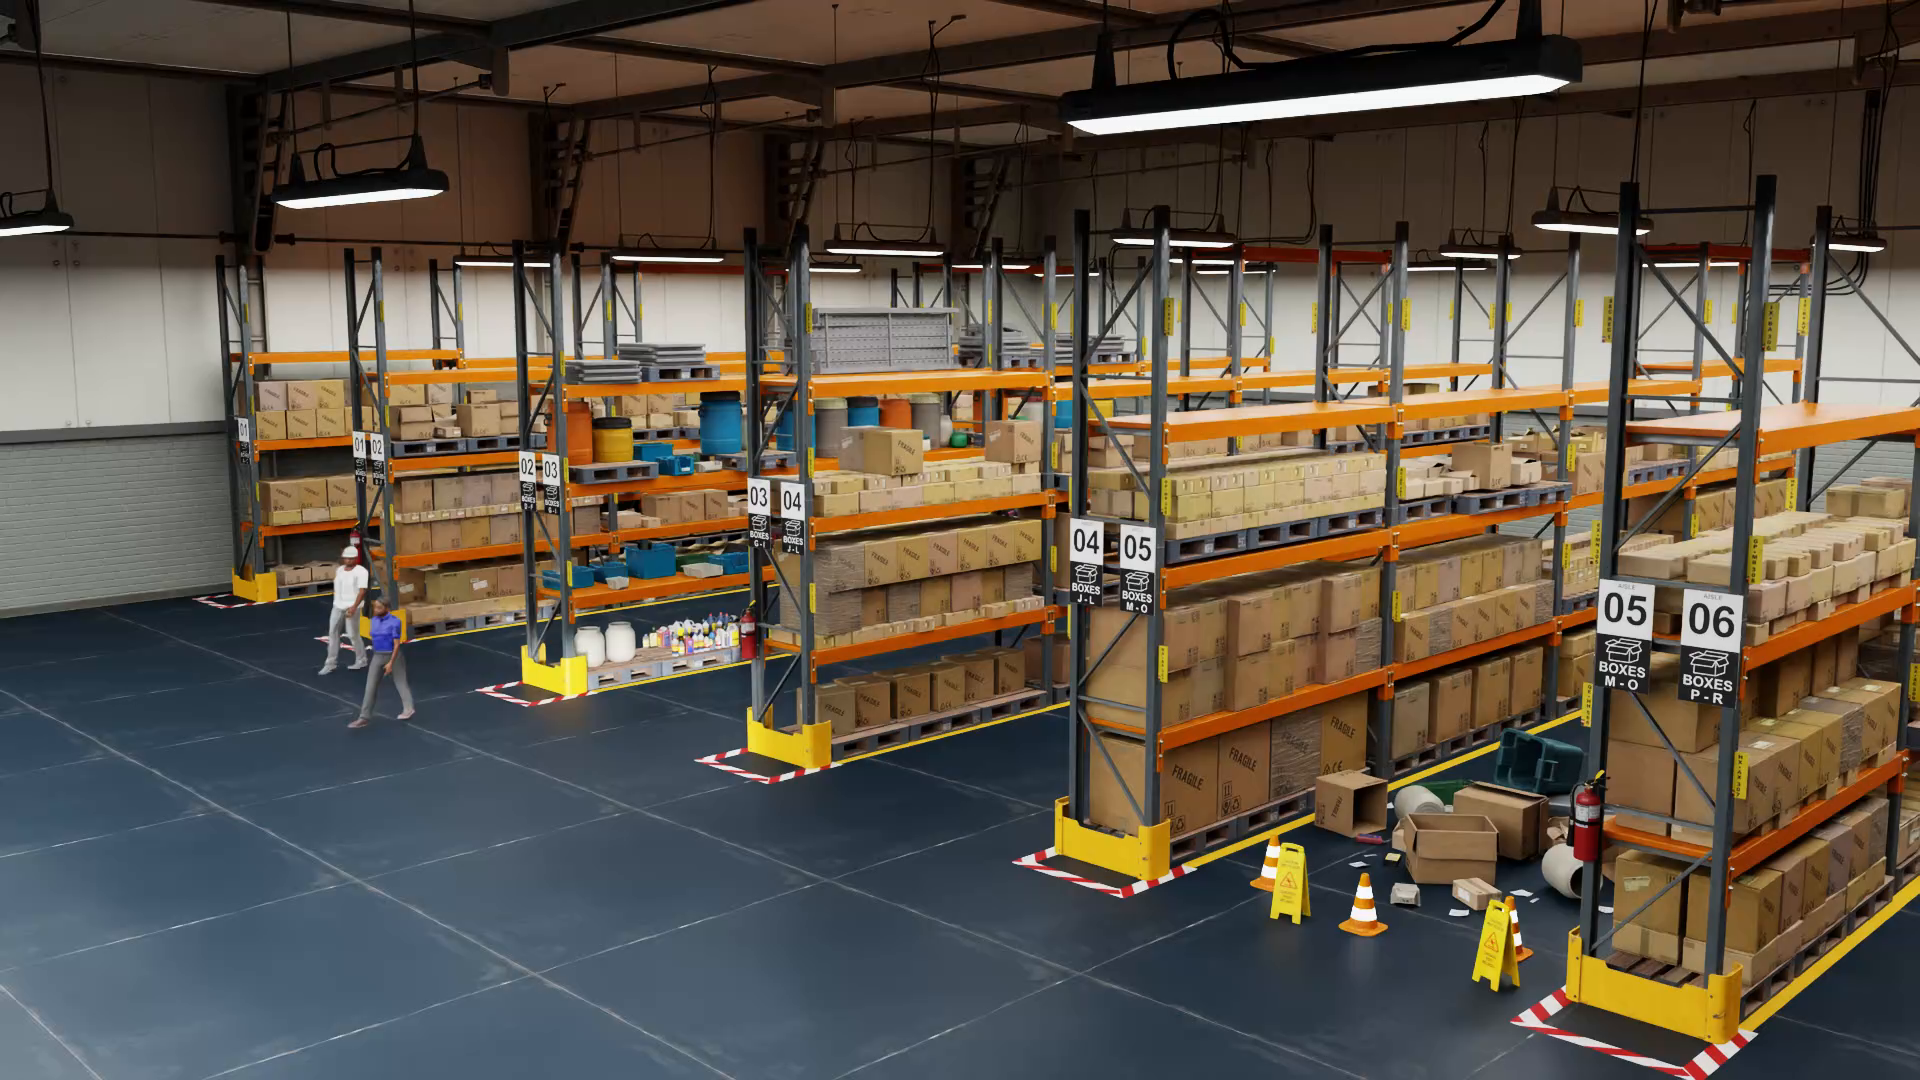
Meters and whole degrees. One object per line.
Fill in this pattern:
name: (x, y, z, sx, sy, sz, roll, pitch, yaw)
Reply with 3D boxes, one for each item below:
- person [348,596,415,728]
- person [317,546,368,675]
person: (-7.072, 1.475, 20.357, 0.486, 1.599, 1.010, 1, 8, 9)
person: (-8.715, 0.991, 23.442, 0.593, 1.783, 0.687, 3, 9, 22)
